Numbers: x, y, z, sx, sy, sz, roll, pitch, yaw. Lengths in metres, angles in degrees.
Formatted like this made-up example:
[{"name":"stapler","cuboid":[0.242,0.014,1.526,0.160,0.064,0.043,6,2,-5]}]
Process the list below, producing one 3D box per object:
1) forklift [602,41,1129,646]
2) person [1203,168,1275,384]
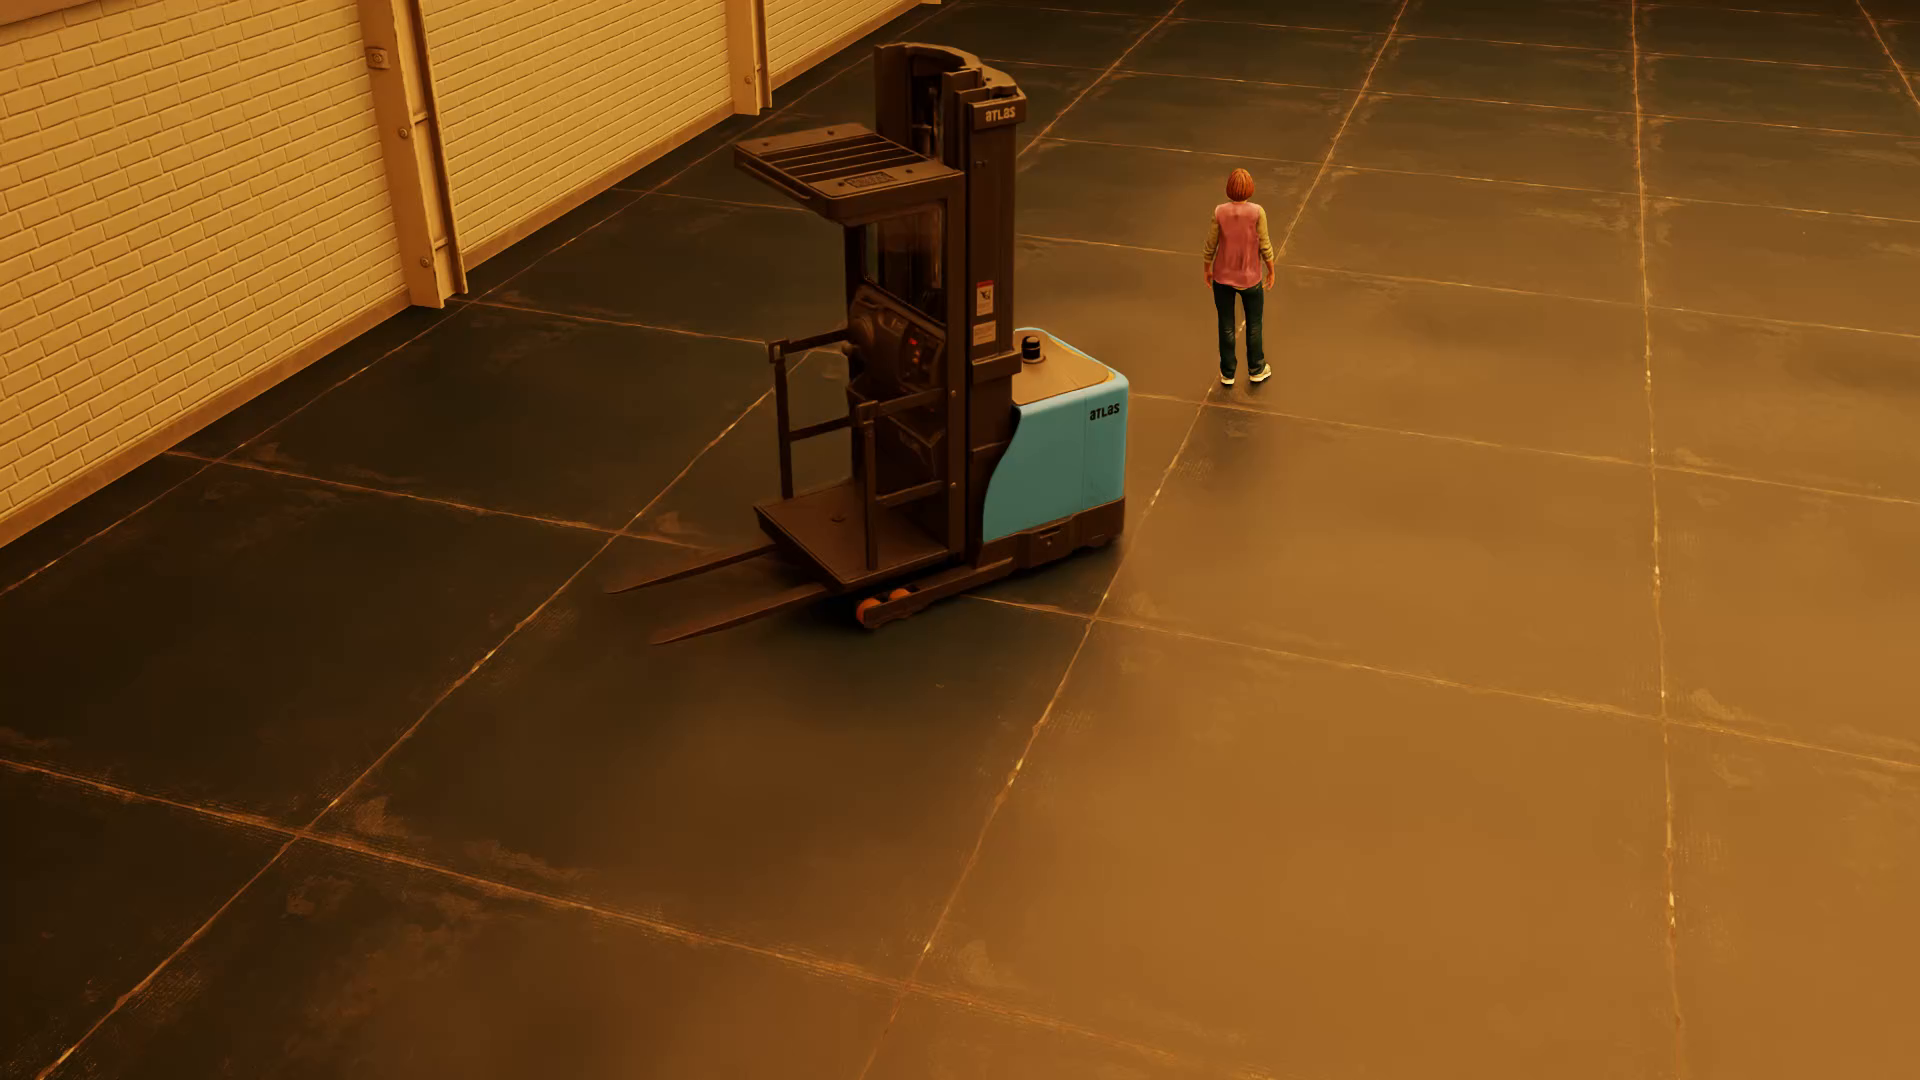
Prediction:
[{"name":"forklift","cuboid":[-0.526,-1.077,9.026,3.031,2.935,1.130,-18,34,-28]},{"name":"person","cuboid":[1.982,-1.868,11.745,0.519,1.599,0.473,9,31,16]}]
